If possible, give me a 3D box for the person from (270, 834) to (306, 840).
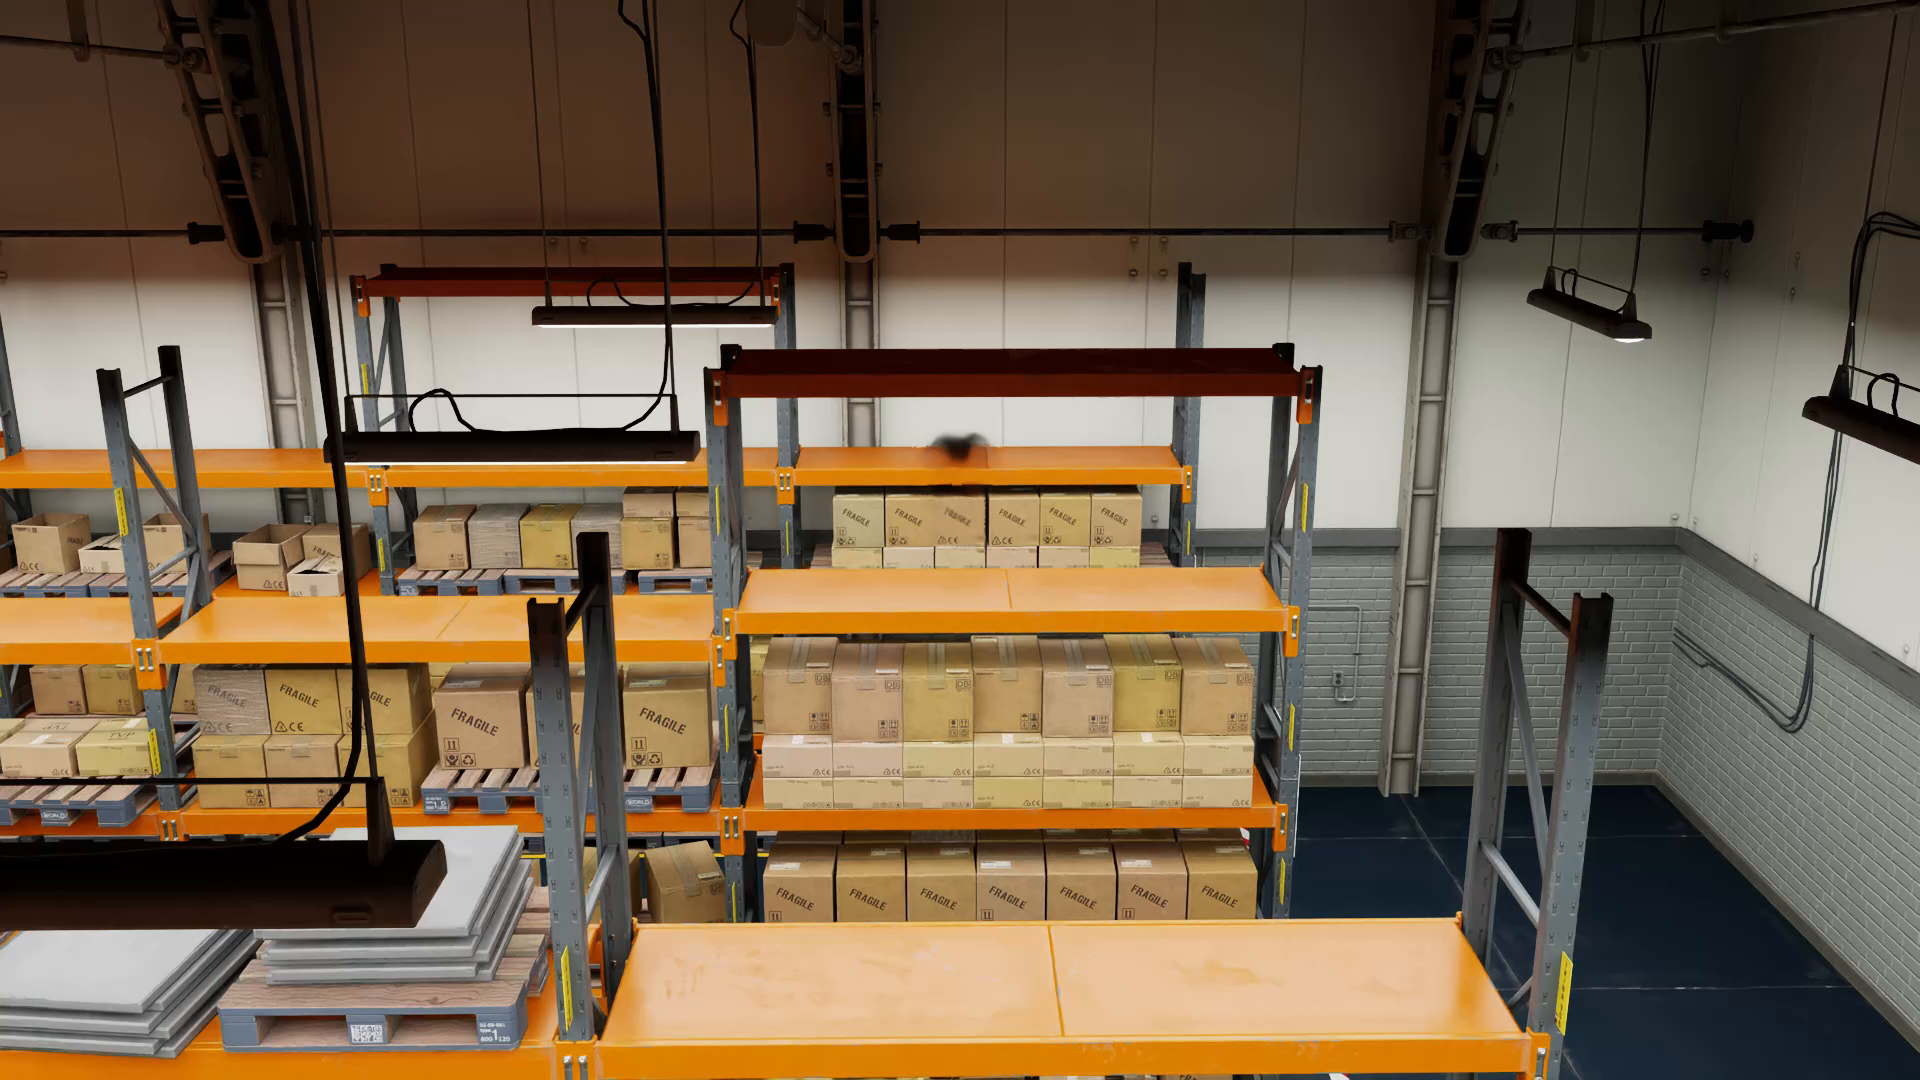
[{"bbox_3d":[-5.935,3.127,14.809,0.523,1.658,0.450,11,19,33],"label":"person"}]
